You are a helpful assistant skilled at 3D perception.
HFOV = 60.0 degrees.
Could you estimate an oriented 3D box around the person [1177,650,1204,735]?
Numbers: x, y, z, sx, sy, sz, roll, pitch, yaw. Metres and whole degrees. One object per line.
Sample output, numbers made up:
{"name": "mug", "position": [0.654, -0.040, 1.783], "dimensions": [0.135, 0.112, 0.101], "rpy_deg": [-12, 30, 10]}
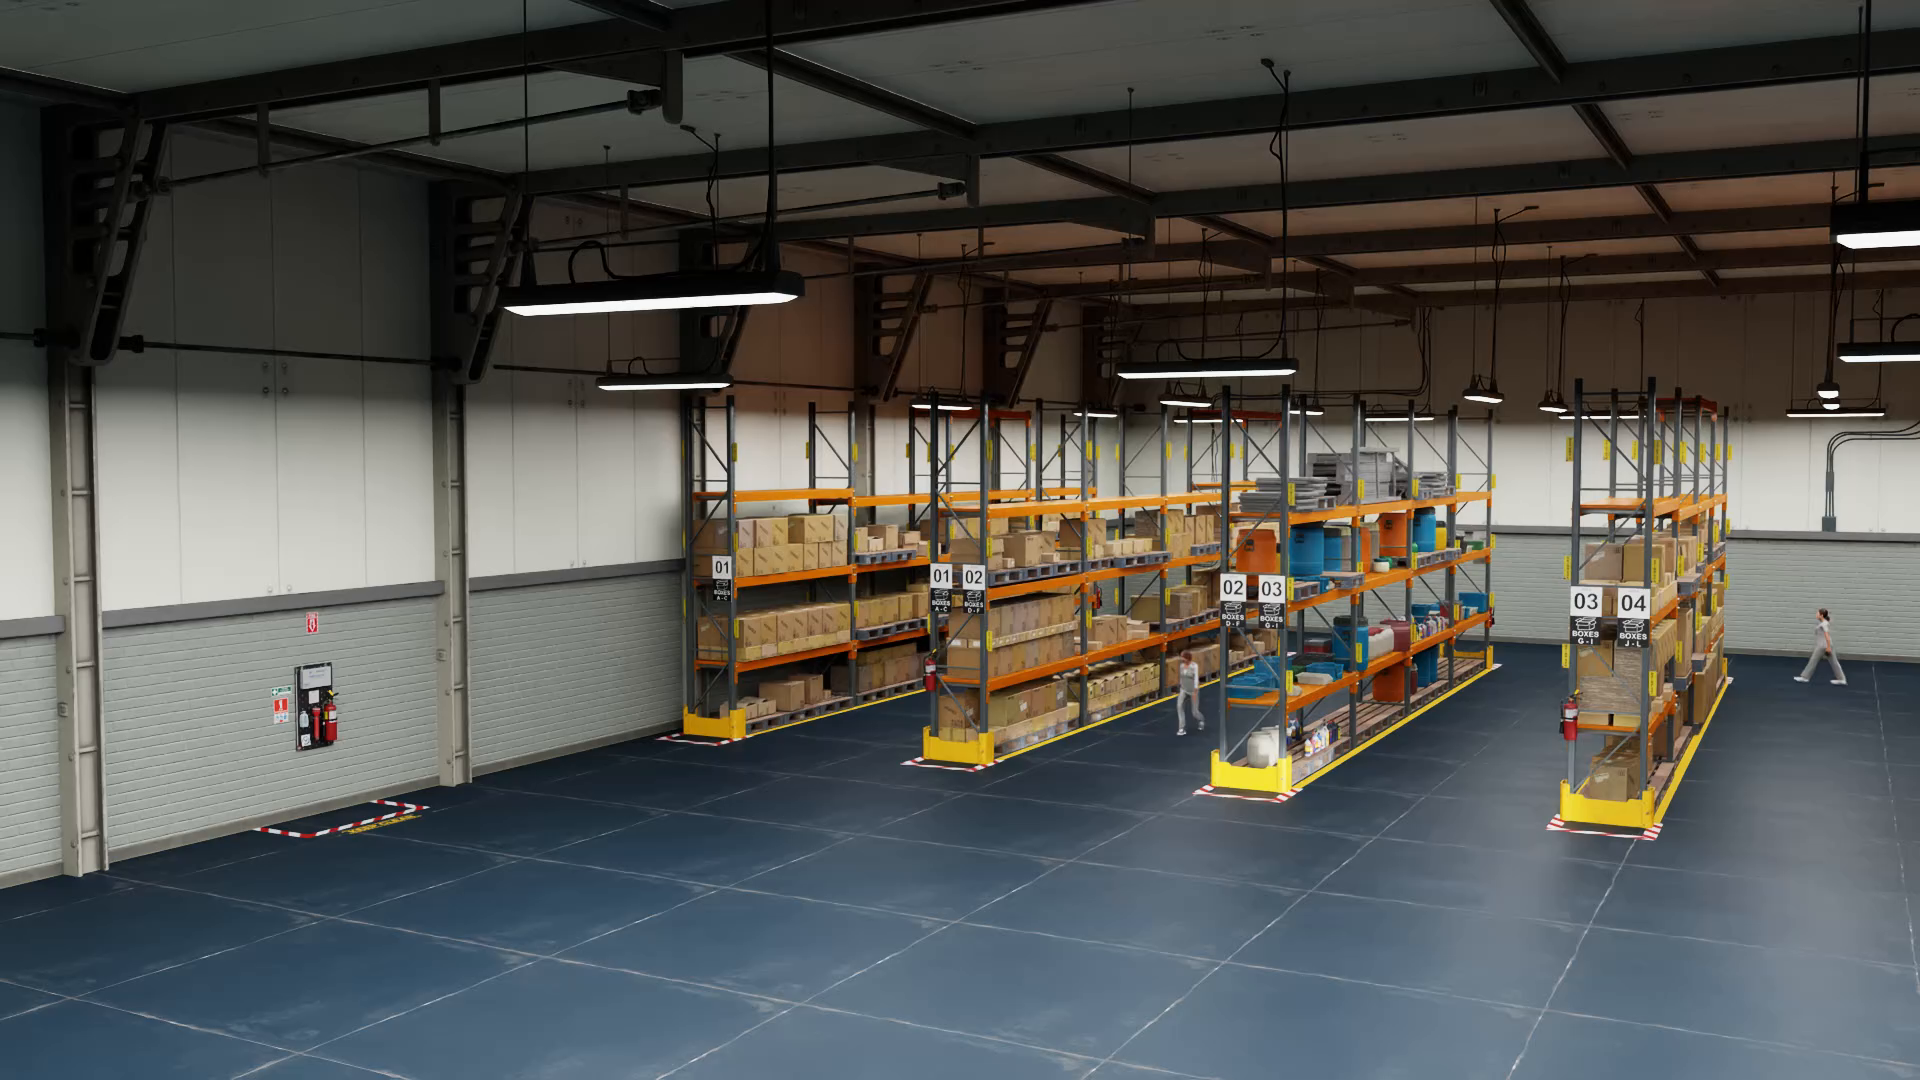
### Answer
{"name": "person", "position": [4.080, 2.693, 29.607], "dimensions": [0.407, 1.477, 0.904], "rpy_deg": [2, 4, 33]}

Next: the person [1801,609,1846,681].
{"name": "person", "position": [18.679, 2.256, 35.904], "dimensions": [0.429, 1.544, 0.886], "rpy_deg": [-3, 4, -44]}
